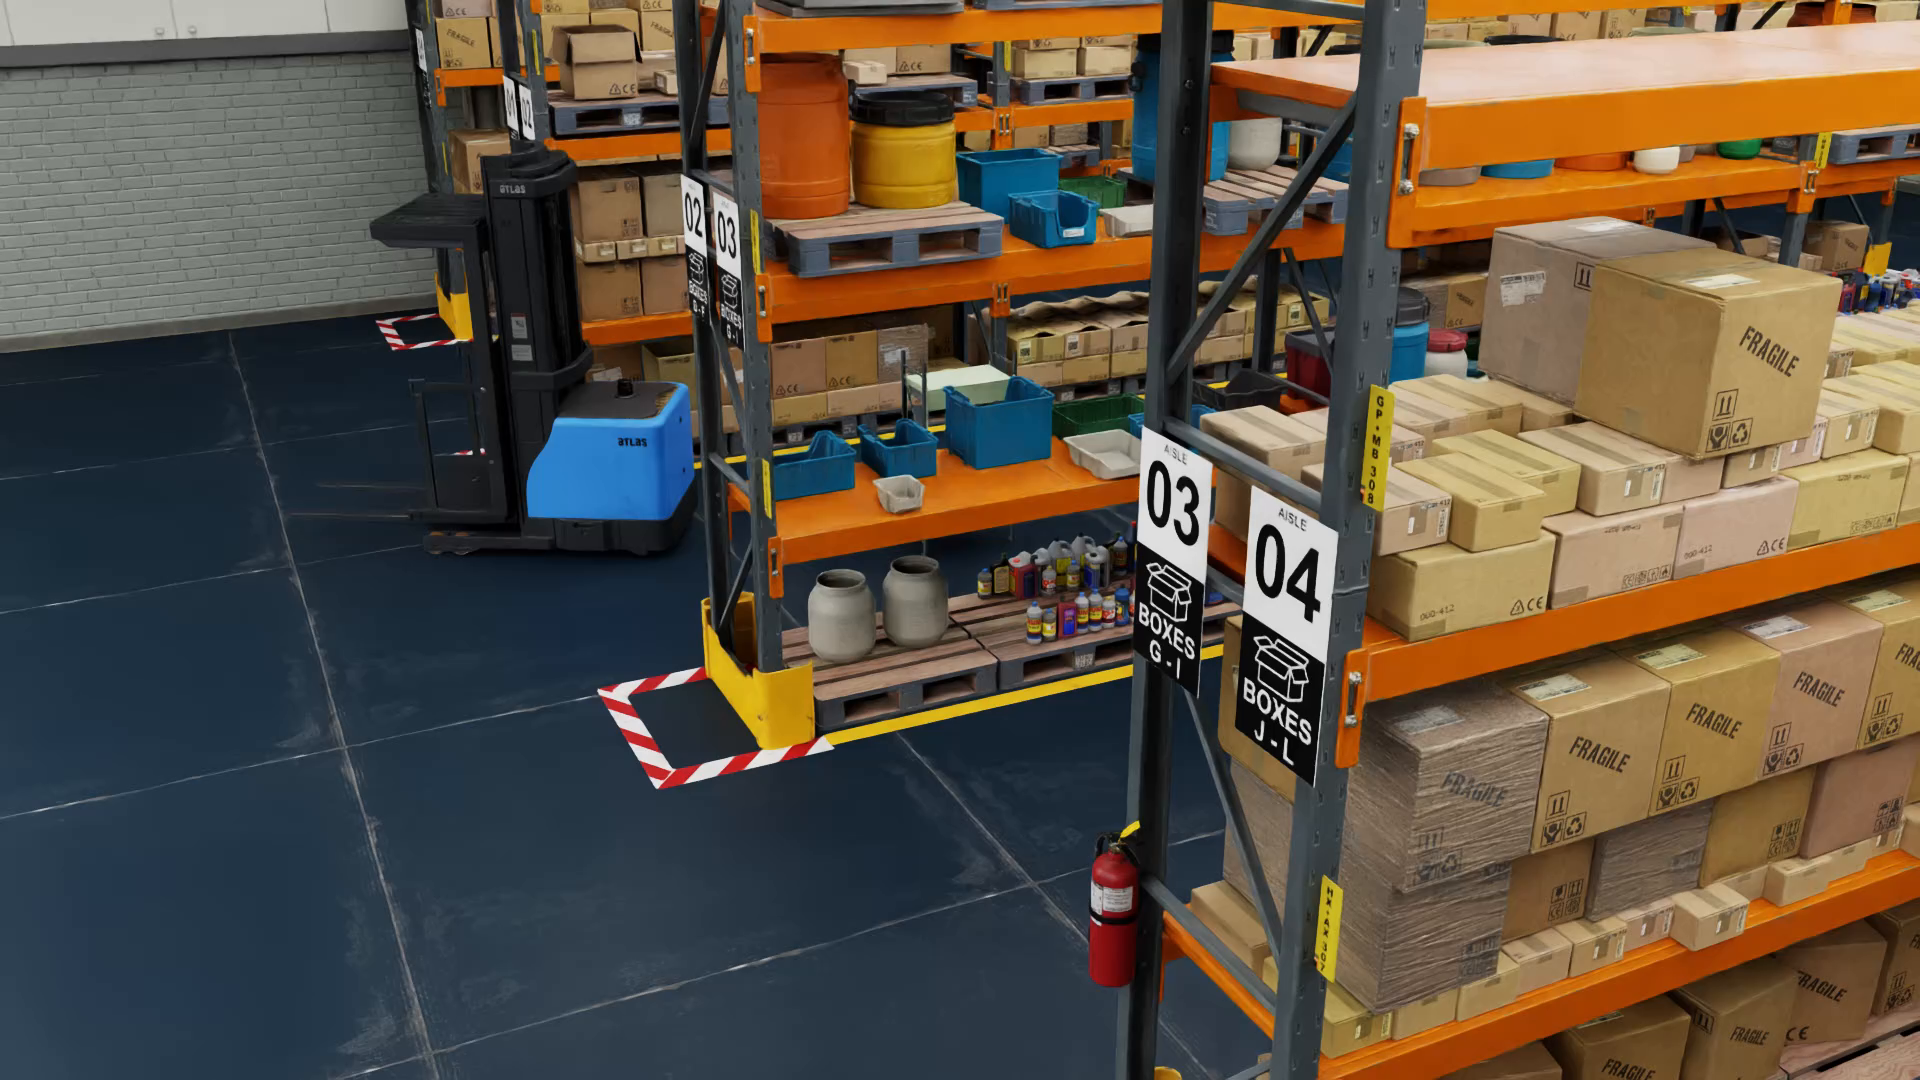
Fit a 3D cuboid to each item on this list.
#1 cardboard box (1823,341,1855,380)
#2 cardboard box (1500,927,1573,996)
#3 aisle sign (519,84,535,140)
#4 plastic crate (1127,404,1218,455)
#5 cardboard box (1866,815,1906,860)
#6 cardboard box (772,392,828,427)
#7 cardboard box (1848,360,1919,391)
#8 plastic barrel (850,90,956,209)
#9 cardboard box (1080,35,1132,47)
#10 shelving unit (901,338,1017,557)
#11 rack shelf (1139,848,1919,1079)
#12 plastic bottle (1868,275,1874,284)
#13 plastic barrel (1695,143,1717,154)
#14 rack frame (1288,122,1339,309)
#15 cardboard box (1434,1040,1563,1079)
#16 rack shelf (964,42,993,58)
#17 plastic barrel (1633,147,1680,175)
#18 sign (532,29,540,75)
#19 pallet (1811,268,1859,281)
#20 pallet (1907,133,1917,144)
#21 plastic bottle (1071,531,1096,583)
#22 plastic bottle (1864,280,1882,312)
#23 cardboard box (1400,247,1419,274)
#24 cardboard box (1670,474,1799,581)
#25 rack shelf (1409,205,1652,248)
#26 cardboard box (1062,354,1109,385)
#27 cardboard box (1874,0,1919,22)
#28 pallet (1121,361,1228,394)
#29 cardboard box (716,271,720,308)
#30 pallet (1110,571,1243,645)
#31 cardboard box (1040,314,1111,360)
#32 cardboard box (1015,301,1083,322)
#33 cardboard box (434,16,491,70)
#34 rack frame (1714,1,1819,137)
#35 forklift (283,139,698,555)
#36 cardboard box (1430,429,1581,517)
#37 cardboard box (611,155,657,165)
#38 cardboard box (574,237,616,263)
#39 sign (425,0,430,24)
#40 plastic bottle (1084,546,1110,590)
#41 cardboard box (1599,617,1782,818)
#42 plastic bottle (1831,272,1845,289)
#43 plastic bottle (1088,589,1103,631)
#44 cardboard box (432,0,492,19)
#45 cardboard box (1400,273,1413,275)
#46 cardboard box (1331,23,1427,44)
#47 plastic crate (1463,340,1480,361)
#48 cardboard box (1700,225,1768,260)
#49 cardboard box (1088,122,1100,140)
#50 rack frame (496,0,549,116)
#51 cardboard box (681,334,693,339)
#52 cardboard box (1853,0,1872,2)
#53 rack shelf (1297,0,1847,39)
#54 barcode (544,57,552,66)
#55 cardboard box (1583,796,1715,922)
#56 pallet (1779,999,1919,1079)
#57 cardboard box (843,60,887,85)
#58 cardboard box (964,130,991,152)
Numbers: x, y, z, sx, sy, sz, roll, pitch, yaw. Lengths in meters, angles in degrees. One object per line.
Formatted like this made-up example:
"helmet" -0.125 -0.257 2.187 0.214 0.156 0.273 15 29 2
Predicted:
"cardboard box" 3.085 -0.679 6.221 0.250 0.149 0.380 -11 25 -25
"cardboard box" 1.894 1.394 5.789 0.250 0.149 0.380 -10 25 -24
"aisle sign" -3.368 -3.137 13.007 0.004 0.787 0.394 -10 25 -24
"plastic crate" 1.428 -0.662 10.621 0.616 0.251 0.499 -10 25 -24
"cardboard box" 3.450 1.087 6.530 0.250 0.149 0.380 -10 25 -24
"cardboard box" -1.509 -1.236 14.860 0.500 0.250 0.500 -10 25 -24
"cardboard box" 3.317 -0.492 5.769 0.250 0.149 0.380 -9 24 -22
"plastic barrel" -0.324 -2.244 9.532 0.600 0.588 0.600 0 22 0
"cardboard box" 1.239 -4.764 15.081 0.500 0.500 0.500 -8 24 -19
"shelving unit" -0.006 -0.692 12.460 0.755 1.500 0.431 -10 25 -24
"rack shelf" 2.654 1.363 6.475 4.000 0.370 1.077 -10 25 -24
"plastic bottle" 7.687 -2.112 14.098 0.097 0.271 0.097 0 22 0
"plastic barrel" 5.499 -3.163 12.401 0.421 0.512 0.421 0 22 0
"rack frame" 3.767 -3.379 16.991 0.127 3.000 1.000 -10 25 -24
"cardboard box" 1.945 2.115 6.438 0.500 0.500 0.500 -4 23 -10
"rack shelf" -0.187 -5.807 19.876 4.000 0.370 1.077 -10 25 -24
"plastic barrel" 4.867 -2.702 11.614 0.301 0.262 0.301 0 22 0
"sign" -3.206 -3.686 12.565 0.005 0.325 0.100 -10 25 -24
"pallet" 10.189 -3.272 20.379 1.213 0.211 1.003 -10 25 -24
"pallet" 7.832 -3.281 13.078 1.213 0.211 1.003 -10 25 -24
"plastic bottle" 0.847 0.106 11.461 0.185 0.351 0.144 -11 25 -24
"plastic bottle" 7.661 -2.046 13.939 0.097 0.271 0.097 0 22 0
"cardboard box" 4.557 -3.021 17.838 0.500 0.250 0.500 -9 24 -22
"cardboard box" 2.308 -0.113 5.376 0.500 0.250 0.500 -11 25 -24
"rack shelf" 5.569 -3.378 17.930 4.000 0.370 1.077 -10 25 -24
"cardboard box" 1.095 -1.705 15.993 0.500 0.250 0.500 -10 24 -22
"cardboard box" 10.623 -6.080 19.138 0.500 0.250 0.500 -10 25 -24
"pallet" 1.911 -1.767 16.742 1.213 0.211 1.003 -10 25 -24
"cardboard box" -2.094 -2.340 14.351 0.500 0.500 0.700 -10 25 -23
"pallet" 1.685 0.378 11.561 1.213 0.211 1.003 -10 25 -24
"cardboard box" 1.097 -1.962 15.881 0.500 0.311 0.500 -11 25 -24
"cardboard box" 0.870 -2.153 16.341 0.500 0.311 0.500 -10 24 -22
"cardboard box" -5.183 -5.169 17.237 0.500 0.500 0.500 -10 24 -22
"rack frame" 5.912 -4.443 11.718 0.127 3.000 1.000 -10 25 -24
"forklift" -3.623 -1.443 12.404 3.031 2.935 1.130 1 23 3
"cardboard box" 1.650 -0.198 5.060 0.250 0.149 0.380 -11 25 -25
"cardboard box" -3.655 -4.272 18.339 0.500 0.500 0.500 -10 24 -22
"cardboard box" -2.994 -2.389 13.620 0.250 0.149 0.380 -11 25 -24
"sign" -5.358 -5.361 16.715 0.005 0.325 0.100 -10 25 -24
"plastic bottle" 0.934 0.187 11.362 0.135 0.276 0.152 -10 25 -24
"cardboard box" 2.369 0.556 5.658 0.500 0.500 0.500 -10 25 -24
"plastic bottle" 7.283 -2.064 13.879 0.185 0.351 0.144 -10 25 -24
"plastic bottle" 0.871 0.446 10.742 0.097 0.271 0.097 0 22 0
"cardboard box" -5.141 -5.642 17.072 0.500 0.500 0.500 -12 26 -27
"cardboard box" 4.508 -2.663 17.955 0.500 0.500 0.500 -9 24 -22
"cardboard box" 4.146 -4.895 16.601 0.500 0.500 0.910 -10 25 -24
"plastic crate" 3.755 -1.296 12.236 0.662 0.188 0.450 -10 25 -24
"cardboard box" 9.062 -3.406 19.744 0.637 0.503 0.797 -10 25 -24
"cardboard box" 1.927 -5.448 21.443 0.500 0.500 0.500 -10 25 -23
"rack frame" -3.441 -4.824 12.638 0.127 3.000 1.000 -10 25 -24
"cardboard box" -2.192 -1.684 14.963 0.500 0.500 0.500 -10 25 -24
"cardboard box" 10.033 -6.455 19.063 0.500 0.500 0.700 -10 25 -24
"rack shelf" 4.110 -3.594 11.131 4.000 0.370 1.077 -10 25 -24
"barcode" -3.379 -3.922 13.623 0.075 0.075 0.001 -10 25 -24
"cardboard box" 2.227 0.905 6.122 0.500 0.500 0.875 -10 25 -24
"pallet" 3.866 2.111 7.374 1.213 0.211 1.003 -10 25 -24
"cardboard box" -0.805 -3.950 14.044 0.250 0.149 0.380 -10 25 -24
"cardboard box" 0.083 -5.039 20.296 0.500 0.500 0.700 -10 25 -24
